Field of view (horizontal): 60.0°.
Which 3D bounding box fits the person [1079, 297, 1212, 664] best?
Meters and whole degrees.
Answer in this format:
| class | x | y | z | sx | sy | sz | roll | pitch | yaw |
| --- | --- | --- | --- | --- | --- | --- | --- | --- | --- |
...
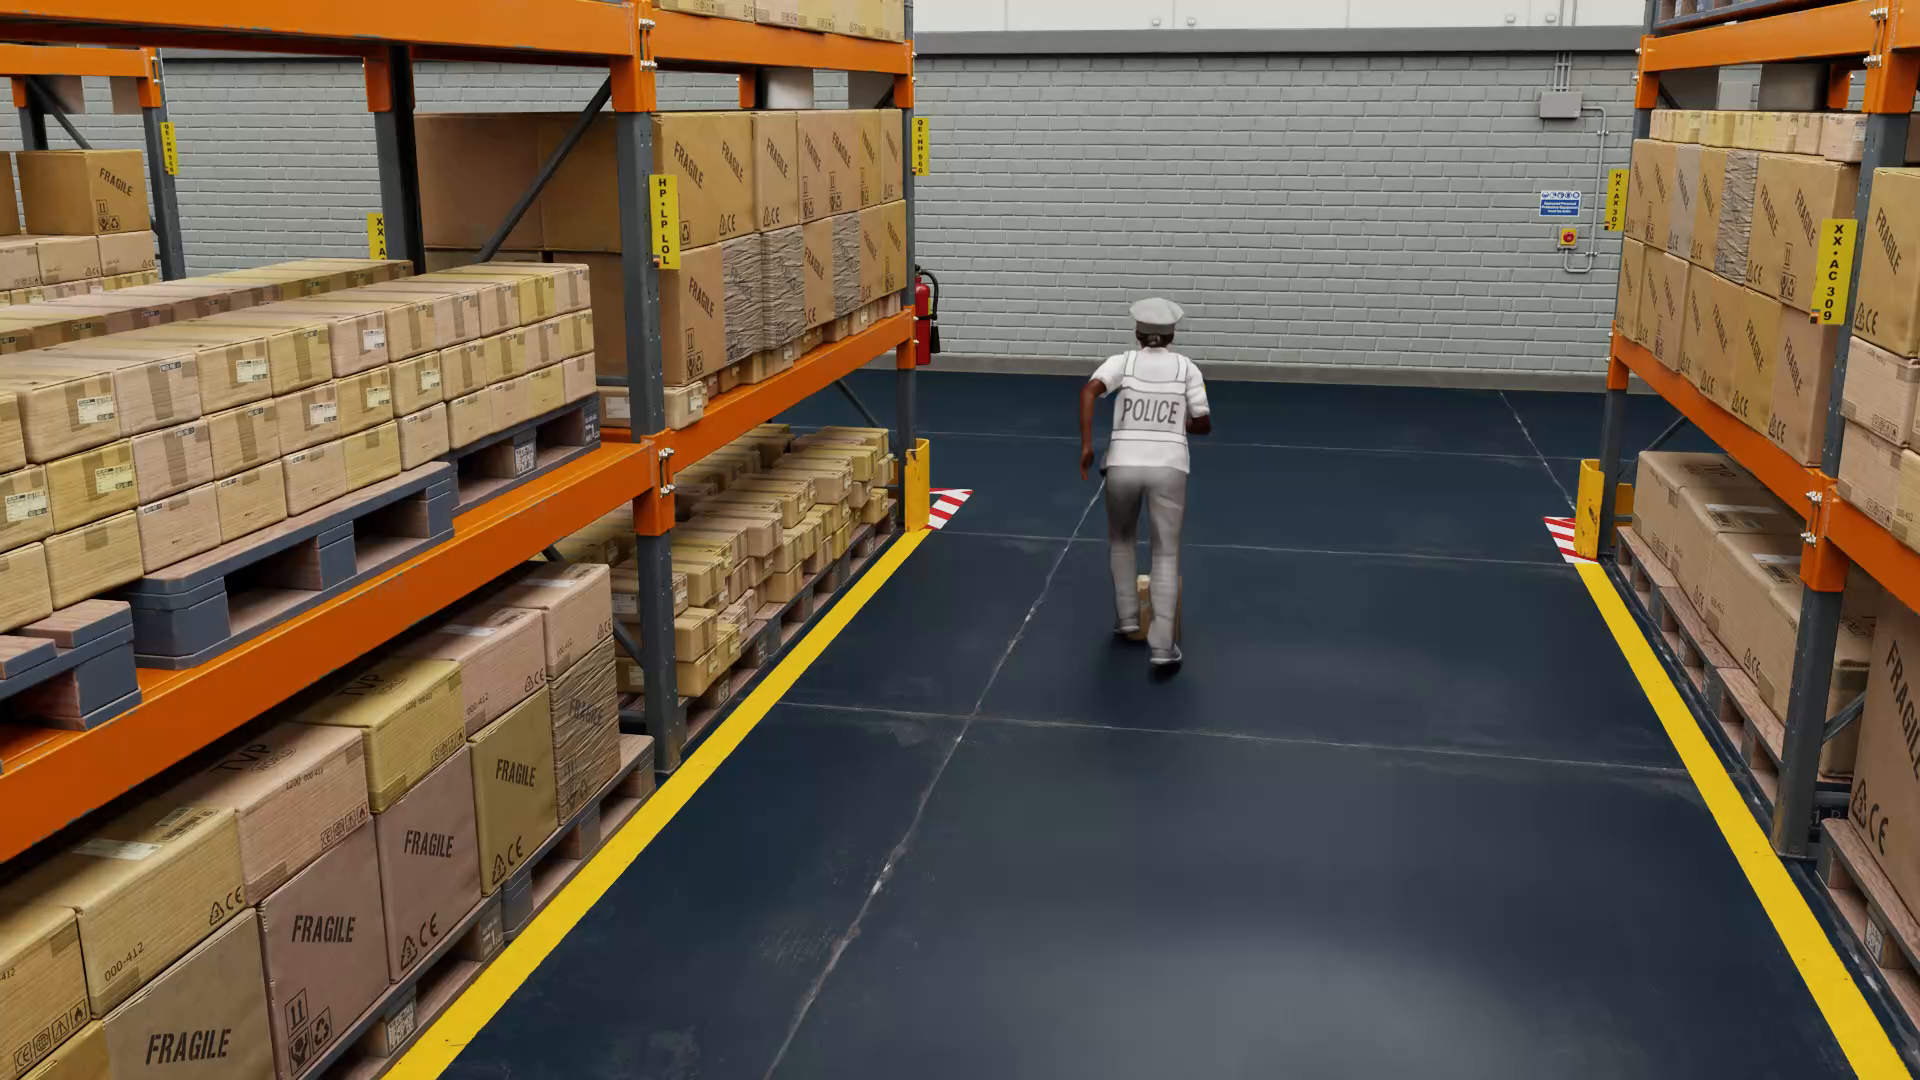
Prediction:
| class | x | y | z | sx | sy | sz | roll | pitch | yaw |
| --- | --- | --- | --- | --- | --- | --- | --- | --- | --- |
| person | 0.848 | -0.275 | 7.653 | 0.570 | 1.615 | 0.923 | 4 | 15 | 14 |
